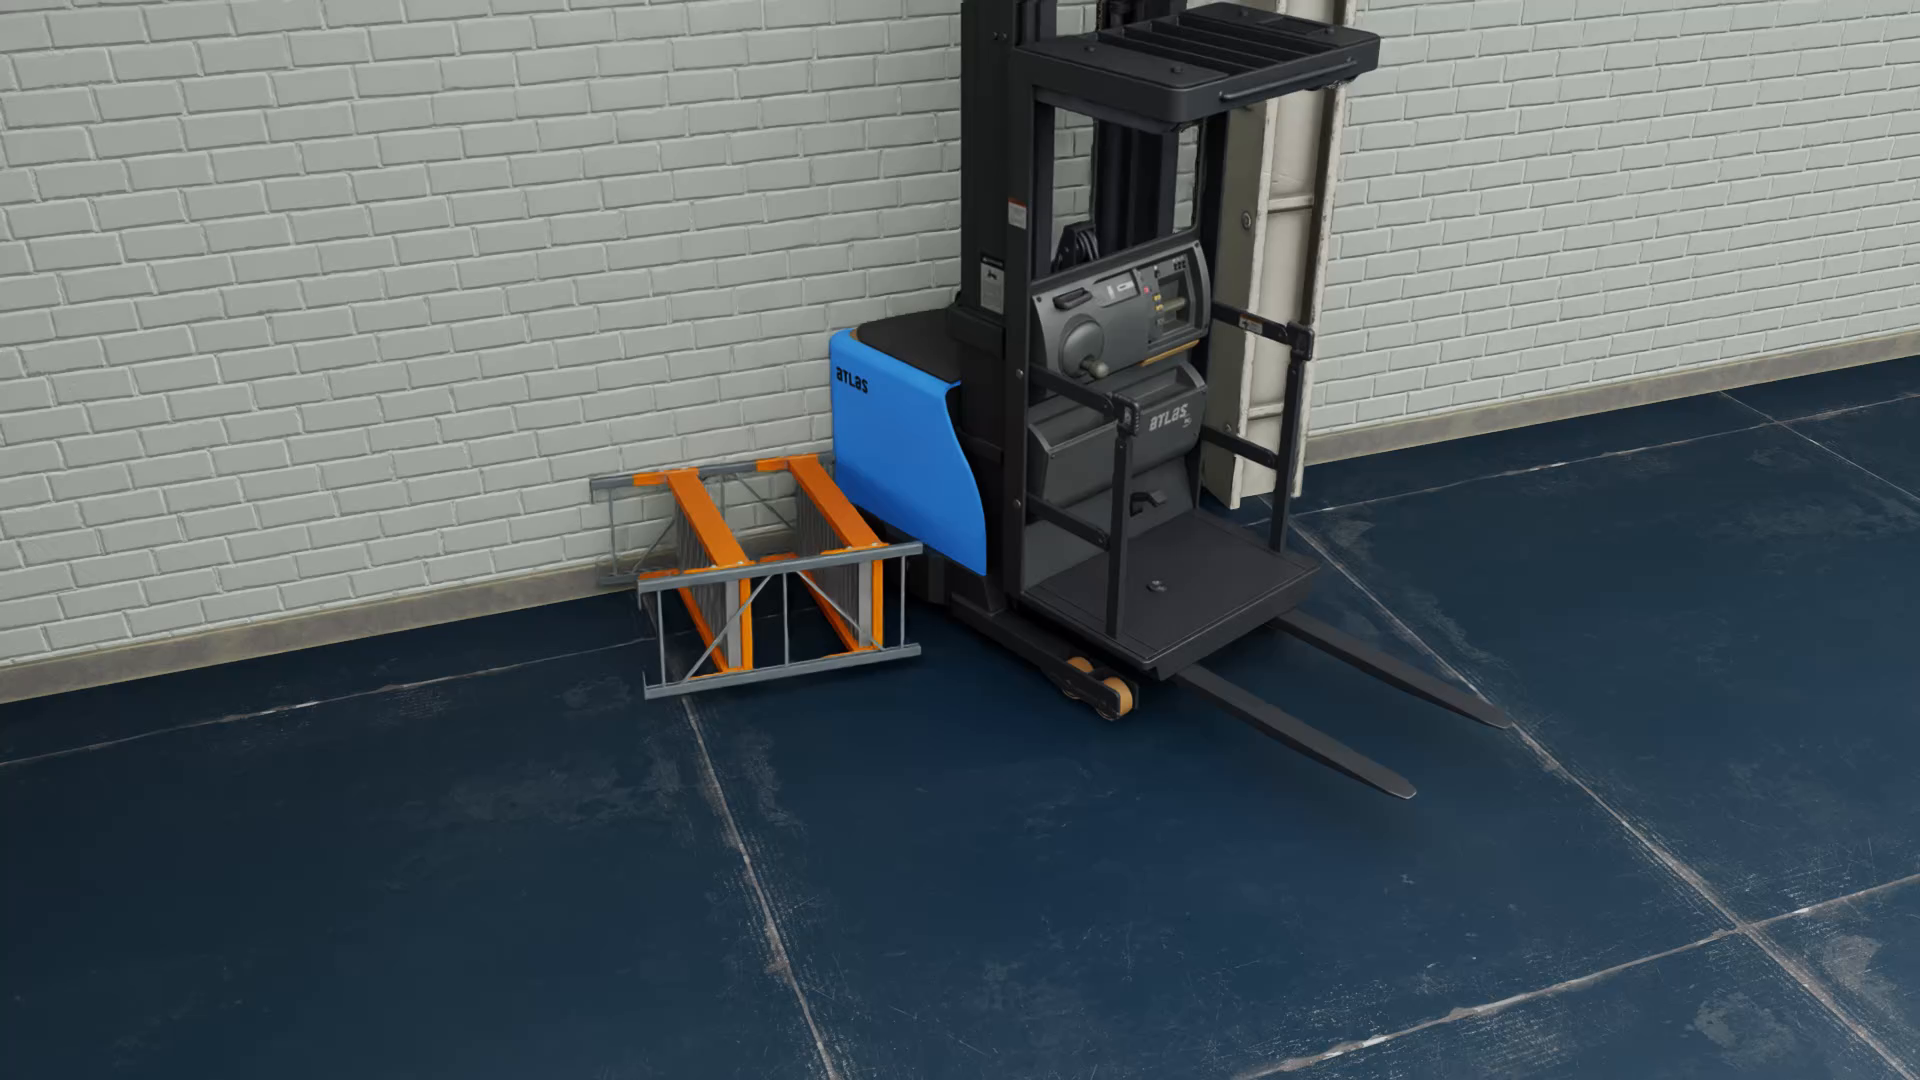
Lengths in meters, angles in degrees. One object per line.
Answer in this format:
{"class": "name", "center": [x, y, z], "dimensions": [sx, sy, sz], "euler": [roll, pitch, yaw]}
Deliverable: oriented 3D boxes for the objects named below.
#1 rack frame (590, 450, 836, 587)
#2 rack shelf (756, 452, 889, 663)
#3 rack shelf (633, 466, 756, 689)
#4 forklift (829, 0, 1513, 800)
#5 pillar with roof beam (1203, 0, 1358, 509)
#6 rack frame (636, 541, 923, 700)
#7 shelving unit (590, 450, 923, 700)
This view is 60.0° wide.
{"class": "rack frame", "center": [-1.046, -0.101, 7.332], "dimensions": [1.125, 0.500, 0.032], "euler": [-8, 27, -20]}
{"class": "rack shelf", "center": [-0.591, 0.066, 7.001], "dimensions": [0.278, 0.538, 1.000], "euler": [-8, 27, -20]}
{"class": "rack shelf", "center": [-1.092, 0.136, 6.822], "dimensions": [0.278, 0.538, 1.000], "euler": [-8, 27, -20]}
{"class": "forklift", "center": [0.779, -0.854, 6.288], "dimensions": [1.130, 2.935, 3.031], "euler": [-24, 37, -36]}
{"class": "pillar with roof beam", "center": [2.932, -2.165, 2.460], "dimensions": [0.400, 9.000, 9.100], "euler": [-10, 31, -18]}
{"class": "rack frame", "center": [-0.682, 0.309, 6.475], "dimensions": [1.125, 0.500, 0.032], "euler": [-8, 27, -20]}
{"class": "shelving unit", "center": [-0.864, 0.104, 6.903], "dimensions": [1.125, 0.538, 1.048], "euler": [-8, 27, -20]}
